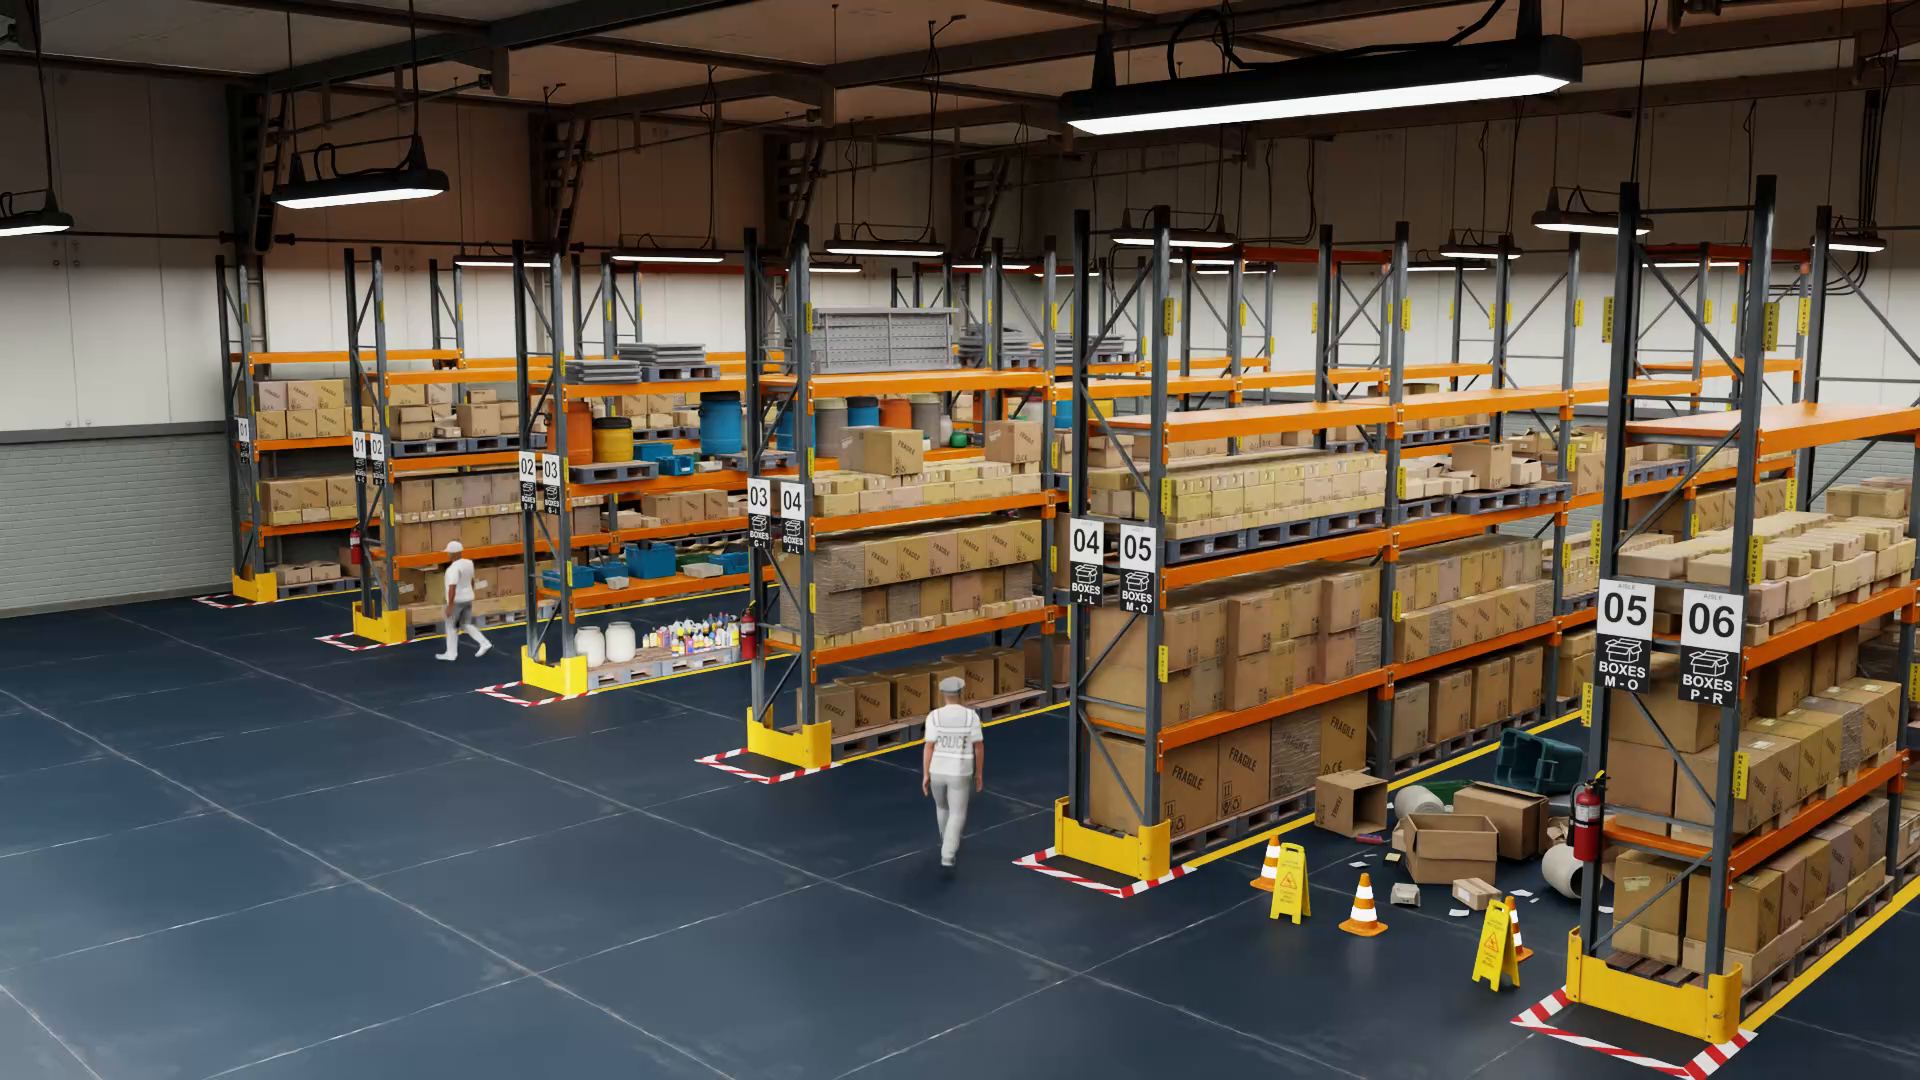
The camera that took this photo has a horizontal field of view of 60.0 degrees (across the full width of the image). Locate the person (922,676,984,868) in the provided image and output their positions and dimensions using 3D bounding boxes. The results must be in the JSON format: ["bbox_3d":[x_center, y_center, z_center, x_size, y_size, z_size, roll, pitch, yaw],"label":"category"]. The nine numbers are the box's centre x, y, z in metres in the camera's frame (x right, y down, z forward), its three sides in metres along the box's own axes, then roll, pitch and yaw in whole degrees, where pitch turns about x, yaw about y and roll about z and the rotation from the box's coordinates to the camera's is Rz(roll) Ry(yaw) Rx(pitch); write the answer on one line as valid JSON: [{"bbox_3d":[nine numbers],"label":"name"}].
[{"bbox_3d":[-0.060,2.151,15.373,0.545,1.717,1.012,2,8,14],"label":"person"}]

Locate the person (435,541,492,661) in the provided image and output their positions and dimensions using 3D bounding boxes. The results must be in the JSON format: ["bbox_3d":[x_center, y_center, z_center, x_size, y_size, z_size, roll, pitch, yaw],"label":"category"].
[{"bbox_3d":[-7.235,0.888,24.172,0.824,1.753,0.660,3,9,19],"label":"person"}]
